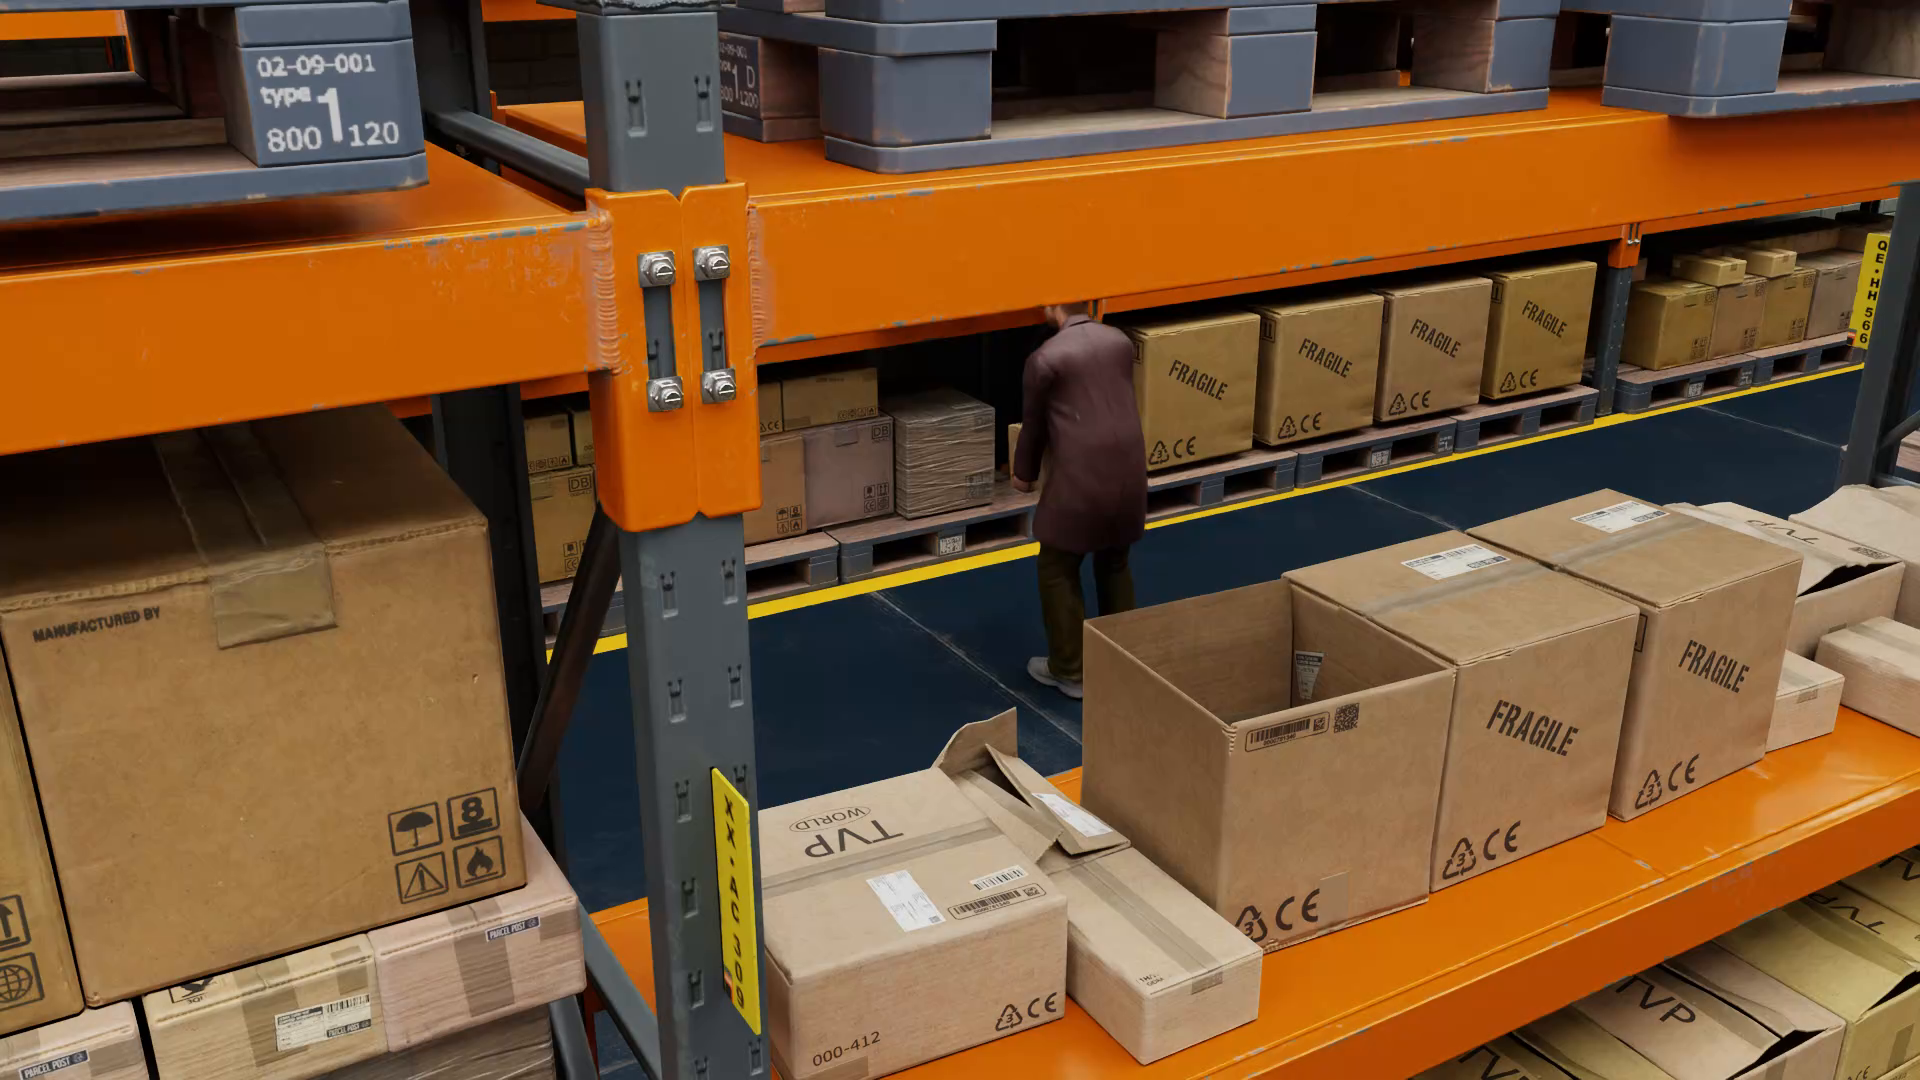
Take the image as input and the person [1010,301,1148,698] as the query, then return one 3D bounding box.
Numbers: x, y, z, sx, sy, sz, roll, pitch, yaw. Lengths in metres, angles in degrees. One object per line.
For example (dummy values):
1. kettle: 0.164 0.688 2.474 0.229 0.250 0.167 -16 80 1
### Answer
1. person: 0.485 -0.249 6.799 0.537 1.742 0.606 -13 25 -29
